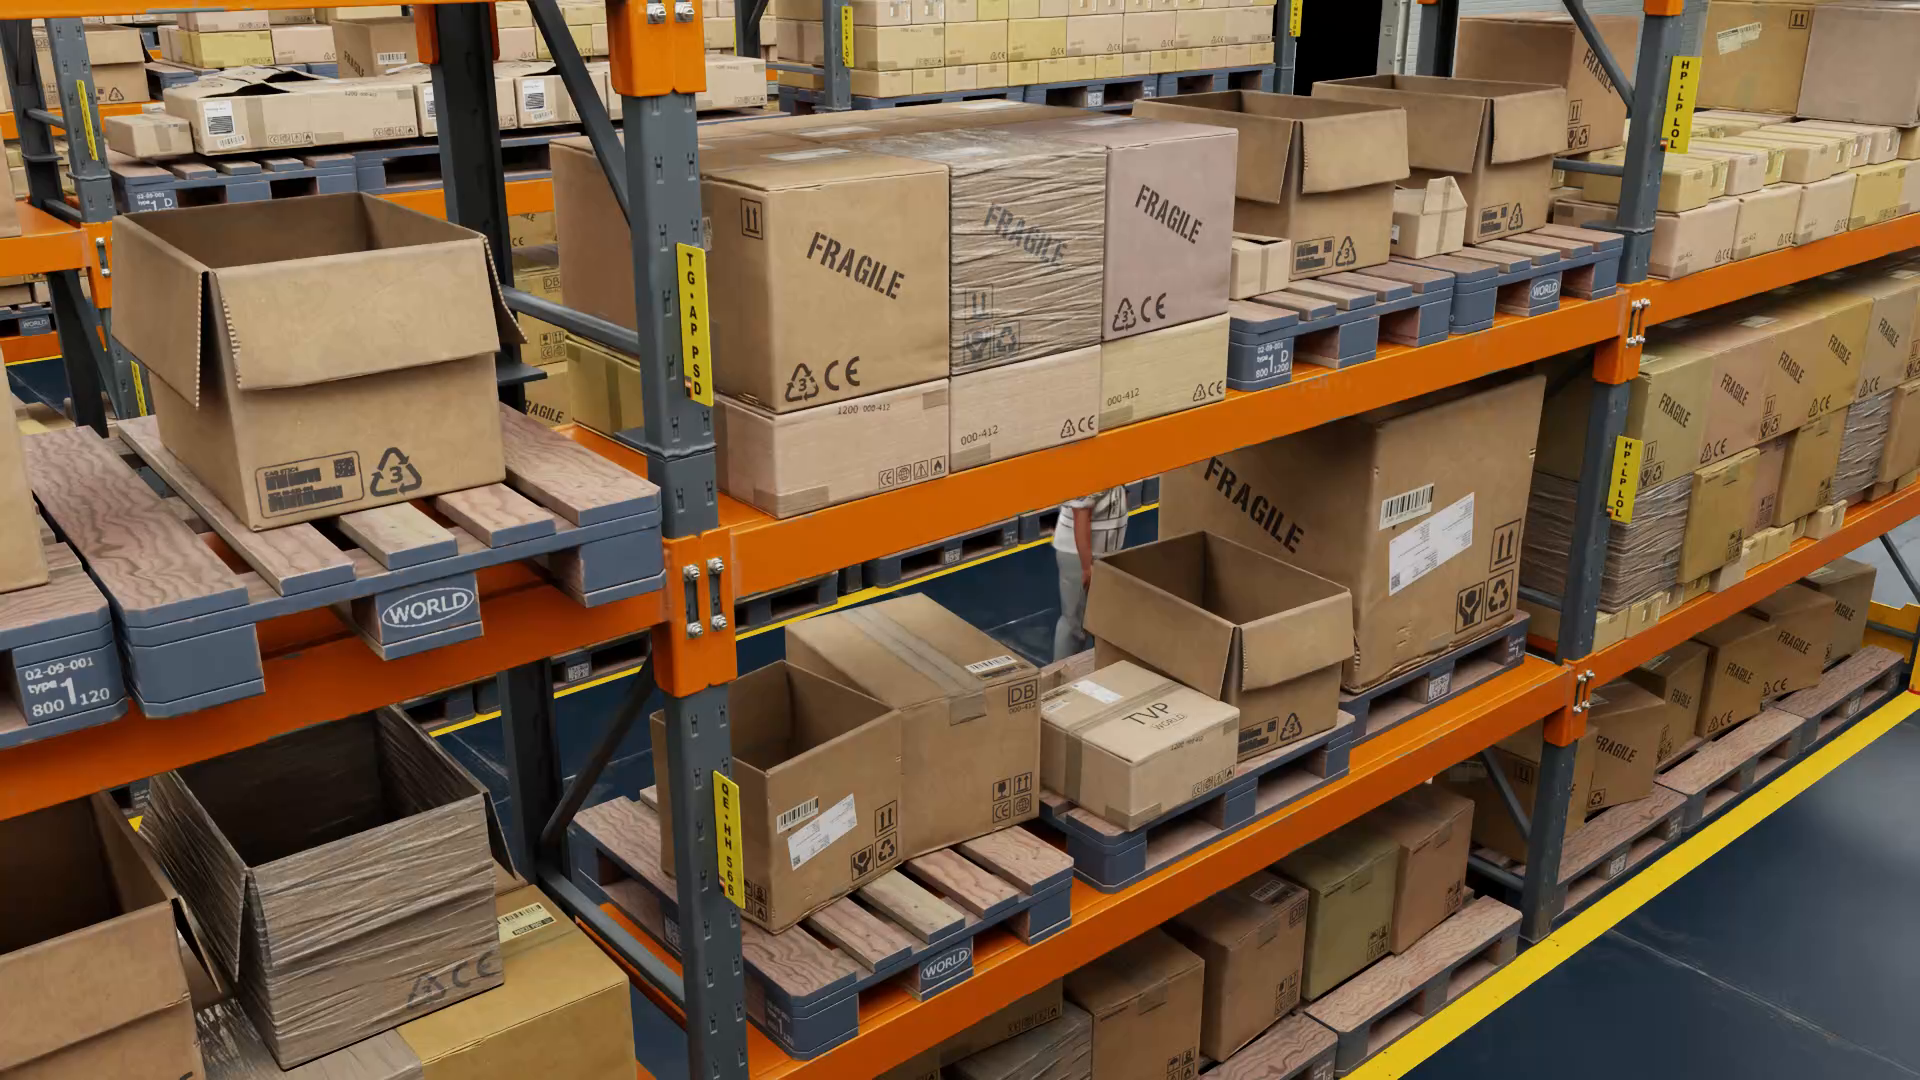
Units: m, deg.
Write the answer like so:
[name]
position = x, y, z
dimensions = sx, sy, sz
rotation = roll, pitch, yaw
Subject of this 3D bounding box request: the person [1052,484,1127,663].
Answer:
[person]
position = 0.792, 0.055, 8.915
dimensions = 0.594, 1.771, 0.551
rotation = 3, 21, 7
